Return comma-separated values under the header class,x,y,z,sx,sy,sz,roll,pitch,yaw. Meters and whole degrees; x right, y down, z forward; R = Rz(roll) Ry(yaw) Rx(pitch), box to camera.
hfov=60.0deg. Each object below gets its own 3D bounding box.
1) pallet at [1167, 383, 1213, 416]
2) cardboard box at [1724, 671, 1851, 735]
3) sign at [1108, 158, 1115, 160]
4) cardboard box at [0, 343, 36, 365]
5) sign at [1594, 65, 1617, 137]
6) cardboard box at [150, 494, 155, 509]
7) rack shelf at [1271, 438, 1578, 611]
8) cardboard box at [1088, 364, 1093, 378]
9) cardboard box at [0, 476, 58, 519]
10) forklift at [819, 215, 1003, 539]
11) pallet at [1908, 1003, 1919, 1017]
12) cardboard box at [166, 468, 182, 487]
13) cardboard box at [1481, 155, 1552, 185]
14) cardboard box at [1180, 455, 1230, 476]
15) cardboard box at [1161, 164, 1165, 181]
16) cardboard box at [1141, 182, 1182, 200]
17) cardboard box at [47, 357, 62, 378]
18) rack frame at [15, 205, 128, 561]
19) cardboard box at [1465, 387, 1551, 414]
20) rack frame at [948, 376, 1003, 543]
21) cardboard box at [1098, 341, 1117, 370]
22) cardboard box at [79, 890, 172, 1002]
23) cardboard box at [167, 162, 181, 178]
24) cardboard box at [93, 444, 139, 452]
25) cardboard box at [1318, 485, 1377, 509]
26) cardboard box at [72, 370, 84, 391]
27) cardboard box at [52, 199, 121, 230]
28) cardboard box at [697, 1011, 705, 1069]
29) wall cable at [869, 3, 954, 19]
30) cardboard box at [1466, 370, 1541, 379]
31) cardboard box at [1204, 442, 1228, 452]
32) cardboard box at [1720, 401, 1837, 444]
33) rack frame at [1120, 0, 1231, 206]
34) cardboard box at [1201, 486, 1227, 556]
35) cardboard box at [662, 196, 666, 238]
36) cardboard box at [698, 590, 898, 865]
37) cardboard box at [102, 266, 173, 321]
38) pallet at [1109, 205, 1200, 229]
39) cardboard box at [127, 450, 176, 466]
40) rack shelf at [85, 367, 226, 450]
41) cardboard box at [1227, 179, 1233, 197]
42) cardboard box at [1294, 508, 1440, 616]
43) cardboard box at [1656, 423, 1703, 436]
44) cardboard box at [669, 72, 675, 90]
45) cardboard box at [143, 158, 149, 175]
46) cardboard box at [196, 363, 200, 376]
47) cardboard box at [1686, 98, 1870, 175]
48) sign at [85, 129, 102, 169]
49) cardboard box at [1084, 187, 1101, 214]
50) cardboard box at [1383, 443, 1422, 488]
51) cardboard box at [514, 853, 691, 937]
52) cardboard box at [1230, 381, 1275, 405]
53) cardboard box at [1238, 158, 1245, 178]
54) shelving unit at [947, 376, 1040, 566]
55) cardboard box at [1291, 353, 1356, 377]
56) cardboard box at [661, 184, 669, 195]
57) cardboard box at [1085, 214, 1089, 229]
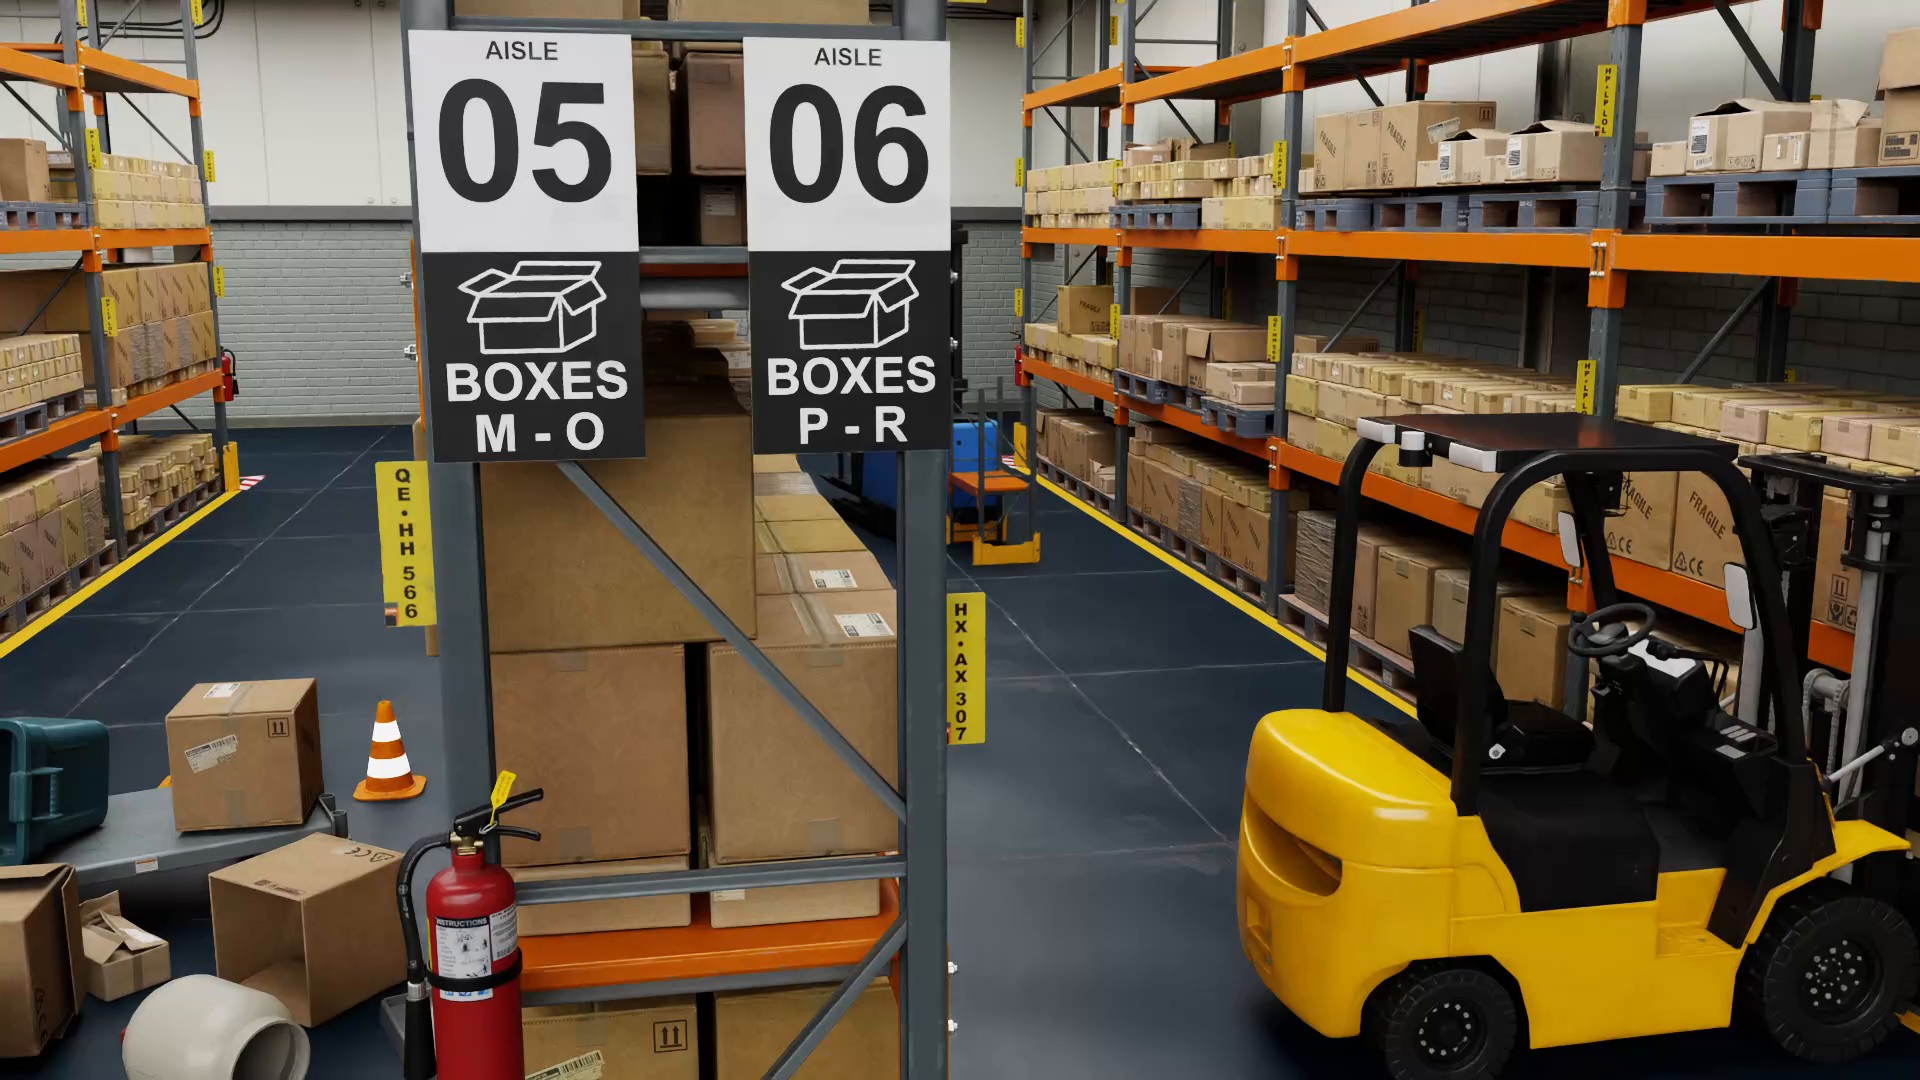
class,x,y,z,sx,sy,sz,roll,pitch,yaw
pallet,2.401,-1.195,14.017,1.003,0.211,1.213,-2,11,-11
cardboard box,3.546,0.740,6.898,0.500,0.250,0.500,-2,11,-9
sign,1.776,-4.325,19.558,0.100,0.325,0.005,-2,11,-11
cardboard box,-7.232,-1.405,12.566,0.380,0.149,0.250,-2,11,-13
sign,3.031,-2.059,7.800,0.100,0.325,0.005,-2,11,-11
cardboard box,-7.790,-0.356,15.599,0.380,0.149,0.250,-3,11,-13
rack shelf,3.173,-0.212,10.266,1.077,0.370,4.000,-2,11,-11
cardboard box,1.525,-1.735,17.014,0.380,0.149,0.250,-2,11,-10
cardboard box,-7.102,-0.314,12.436,0.500,0.250,0.500,-3,11,-14
forklift,-0.624,-1.686,16.270,1.130,2.935,3.031,-4,12,-22
pallet,3.916,1.543,6.580,1.003,0.211,1.213,-2,11,-11
cardboard box,-7.765,-0.598,16.078,0.380,0.149,0.250,-2,11,-10
cardboard box,3.050,-1.995,8.968,0.380,0.149,0.250,-2,11,-11
cardboard box,2.130,-0.650,14.472,0.380,0.149,0.250,-2,11,-9
cardboard box,1.946,-3.162,14.301,0.380,0.149,0.250,-2,11,-10
cardboard box,1.801,-3.061,14.570,0.380,0.149,0.250,-2,11,-10
cardboard box,-7.329,-1.356,13.103,0.380,0.149,0.250,-2,11,-9
rack frame,-7.698,-1.286,13.985,1.000,3.000,0.127,-2,11,-11
cardboard box,3.032,-0.758,9.208,0.380,0.149,0.250,-2,11,-13
rack frame,0.139,-0.720,15.020,0.500,1.500,0.032,-3,11,-15
cardboard box,1.667,-1.823,16.411,0.500,0.250,0.500,-2,11,-10
cardboard box,-3.253,1.553,6.380,0.396,0.266,0.258,9,14,38
cardboard box,-7.963,-3.671,16.488,0.380,0.149,0.250,-2,11,-10
cardboard box,-8.483,-0.870,16.709,0.380,0.149,0.250,-3,11,-14
cardboard box,2.988,-0.336,12.822,0.380,0.149,0.250,-2,11,-8
cardboard box,-7.427,-1.303,13.625,0.380,0.149,0.250,-2,11,-12
cardboard box,-7.529,-2.781,14.216,0.500,0.250,0.500,-2,11,-8
cardboard box,-0.625,1.509,5.530,0.500,0.250,0.500,-1,11,-7
wall cable,-1.545,-6.338,24.383,2.988,3.039,0.133,-2,11,-11
cardboard box,3.363,-0.967,10.306,0.380,0.149,0.250,-2,11,-9
cardboard box,2.472,-0.814,15.330,0.380,0.149,0.250,-2,11,-10
cardboard box,3.480,-0.501,7.063,0.380,0.149,0.250,-2,11,-10
rack frame,2.006,-4.613,15.420,1.000,3.000,0.127,-2,11,-11
cardboard box,2.299,-0.168,13.675,0.500,0.500,0.500,-2,11,-9
cardboard box,-0.907,-1.177,6.062,0.380,0.149,0.250,-3,11,-13
cardboard box,-0.349,0.424,3.938,0.500,0.500,0.500,-2,11,-12
cardboard box,-7.829,-2.347,15.819,0.500,0.500,0.500,-3,11,-13
pallet,2.064,-2.925,15.076,1.213,0.211,1.003,-2,11,-11
cardboard box,-7.920,-0.790,16.286,0.380,0.149,0.250,-3,11,-13
rack shelf,-8.087,-1.300,15.980,1.077,0.370,4.000,-2,11,-11
cardboard box,2.331,-2.773,13.111,0.380,0.149,0.250,-2,11,-11
cardboard box,2.892,0.143,11.705,0.875,0.625,0.625,-2,11,-9
cardboard box,3.418,-0.451,7.595,0.380,0.149,0.250,-2,11,-10
cardboard box,-0.813,-1.519,5.724,0.380,0.149,0.250,-2,11,-12
cardboard box,-7.790,-3.480,15.487,0.380,0.149,0.250,-2,11,-13
cardboard box,-8.060,-1.755,17.118,0.380,0.149,0.250,-2,11,-12
cardboard box,3.484,-1.722,7.103,0.500,0.311,0.500,-2,11,-10
sign,-7.155,-3.228,13.729,0.100,0.325,0.005,-2,11,-11
cardboard box,1.555,-3.386,16.602,0.500,0.250,0.500,-3,11,-13
cardboard box,2.930,-0.487,10.185,0.500,0.250,0.500,-2,11,-9
cardboard box,-0.811,0.779,3.808,0.380,0.149,0.250,-2,11,-9
cardboard box,2.280,-1.122,12.670,0.380,0.149,0.250,-2,11,-10
cardboard box,2.370,-2.874,12.843,0.380,0.149,0.250,-2,11,-12
shelving unit,0.267,-0.629,14.546,0.587,1.500,1.083,-3,11,-15
cardboard box,2.557,-1.231,11.693,0.380,0.149,0.250,-2,11,-9
cardboard box,-0.772,-1.306,5.671,0.500,0.250,0.500,-2,11,-12
cardboard box,1.491,-3.261,17.011,0.380,0.149,0.250,-2,11,-9
